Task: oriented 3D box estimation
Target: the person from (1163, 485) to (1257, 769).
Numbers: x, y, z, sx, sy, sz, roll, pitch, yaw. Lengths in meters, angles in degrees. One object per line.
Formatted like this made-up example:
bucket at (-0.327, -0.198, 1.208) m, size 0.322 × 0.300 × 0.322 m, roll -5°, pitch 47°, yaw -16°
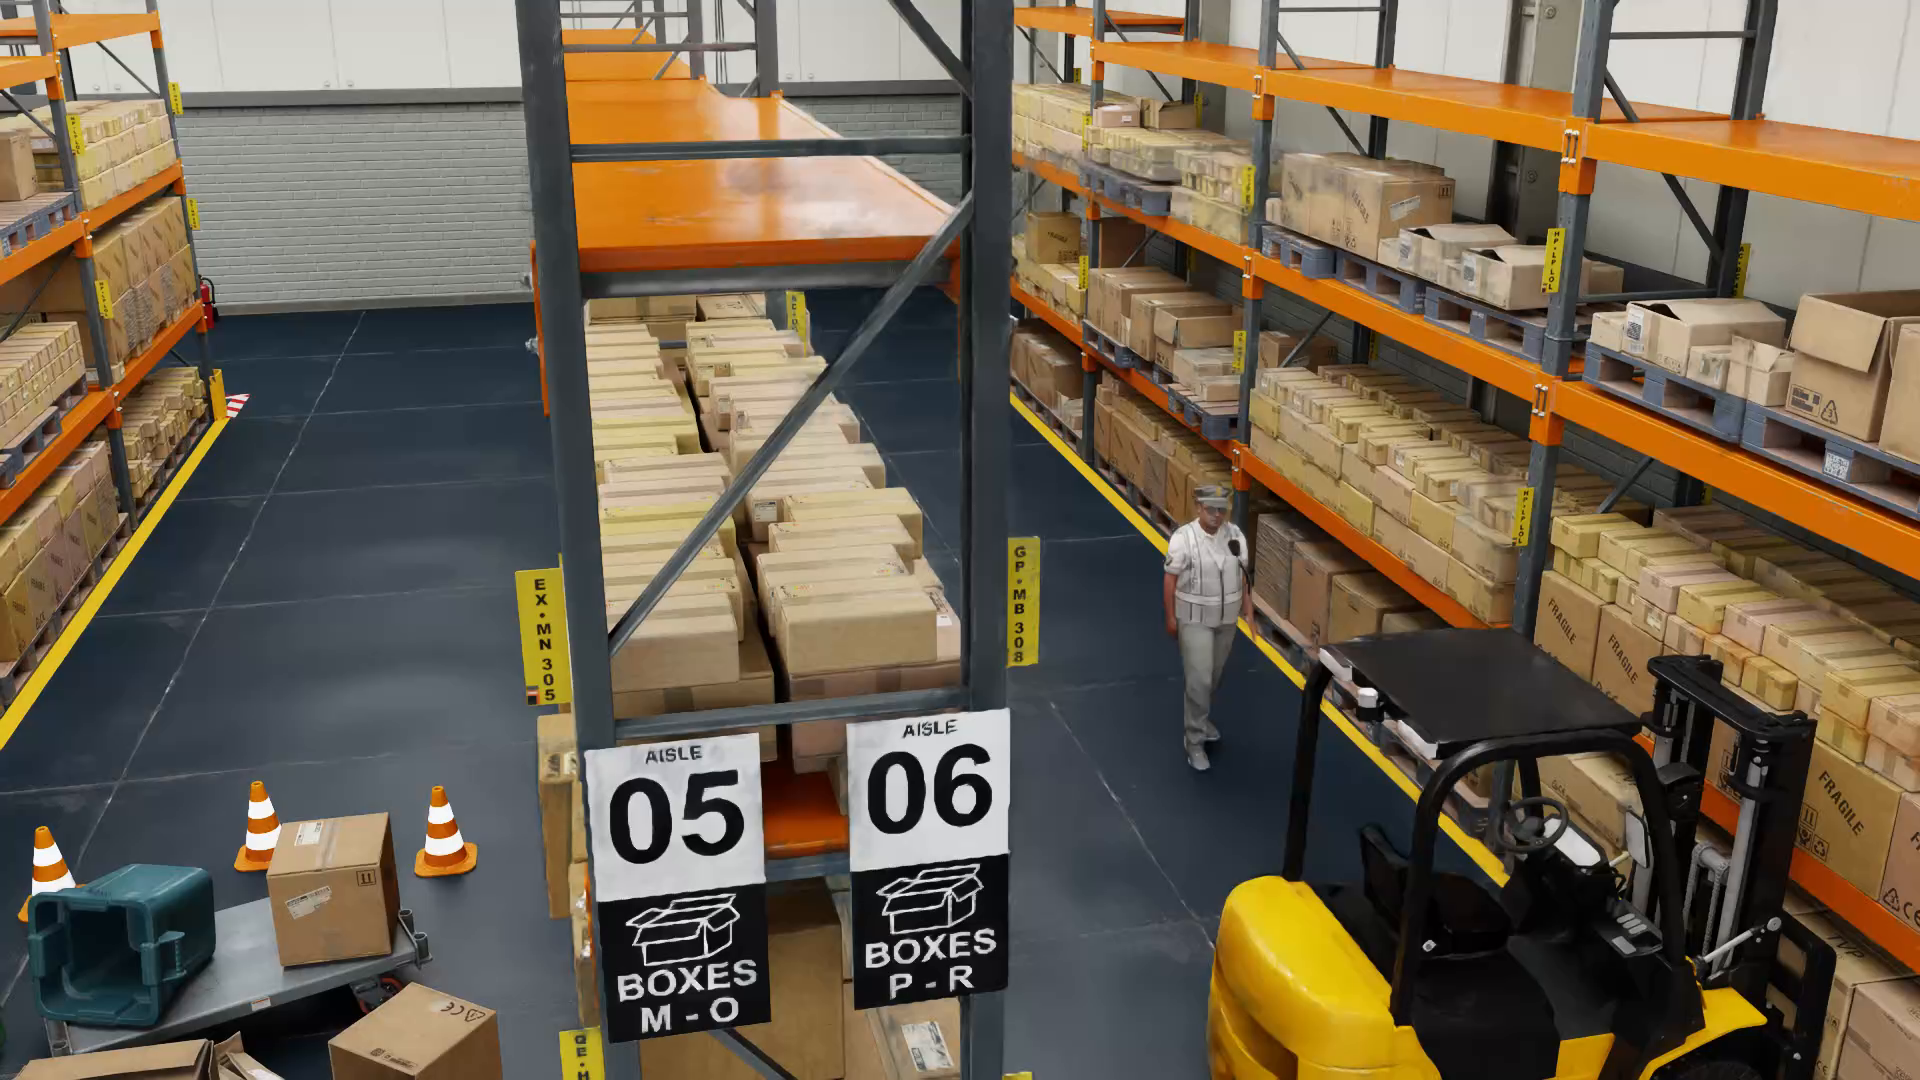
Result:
person at (1.606, 0.538, 10.574) m, size 0.538 × 1.848 × 0.598 m, roll -7°, pitch 21°, yaw -20°
